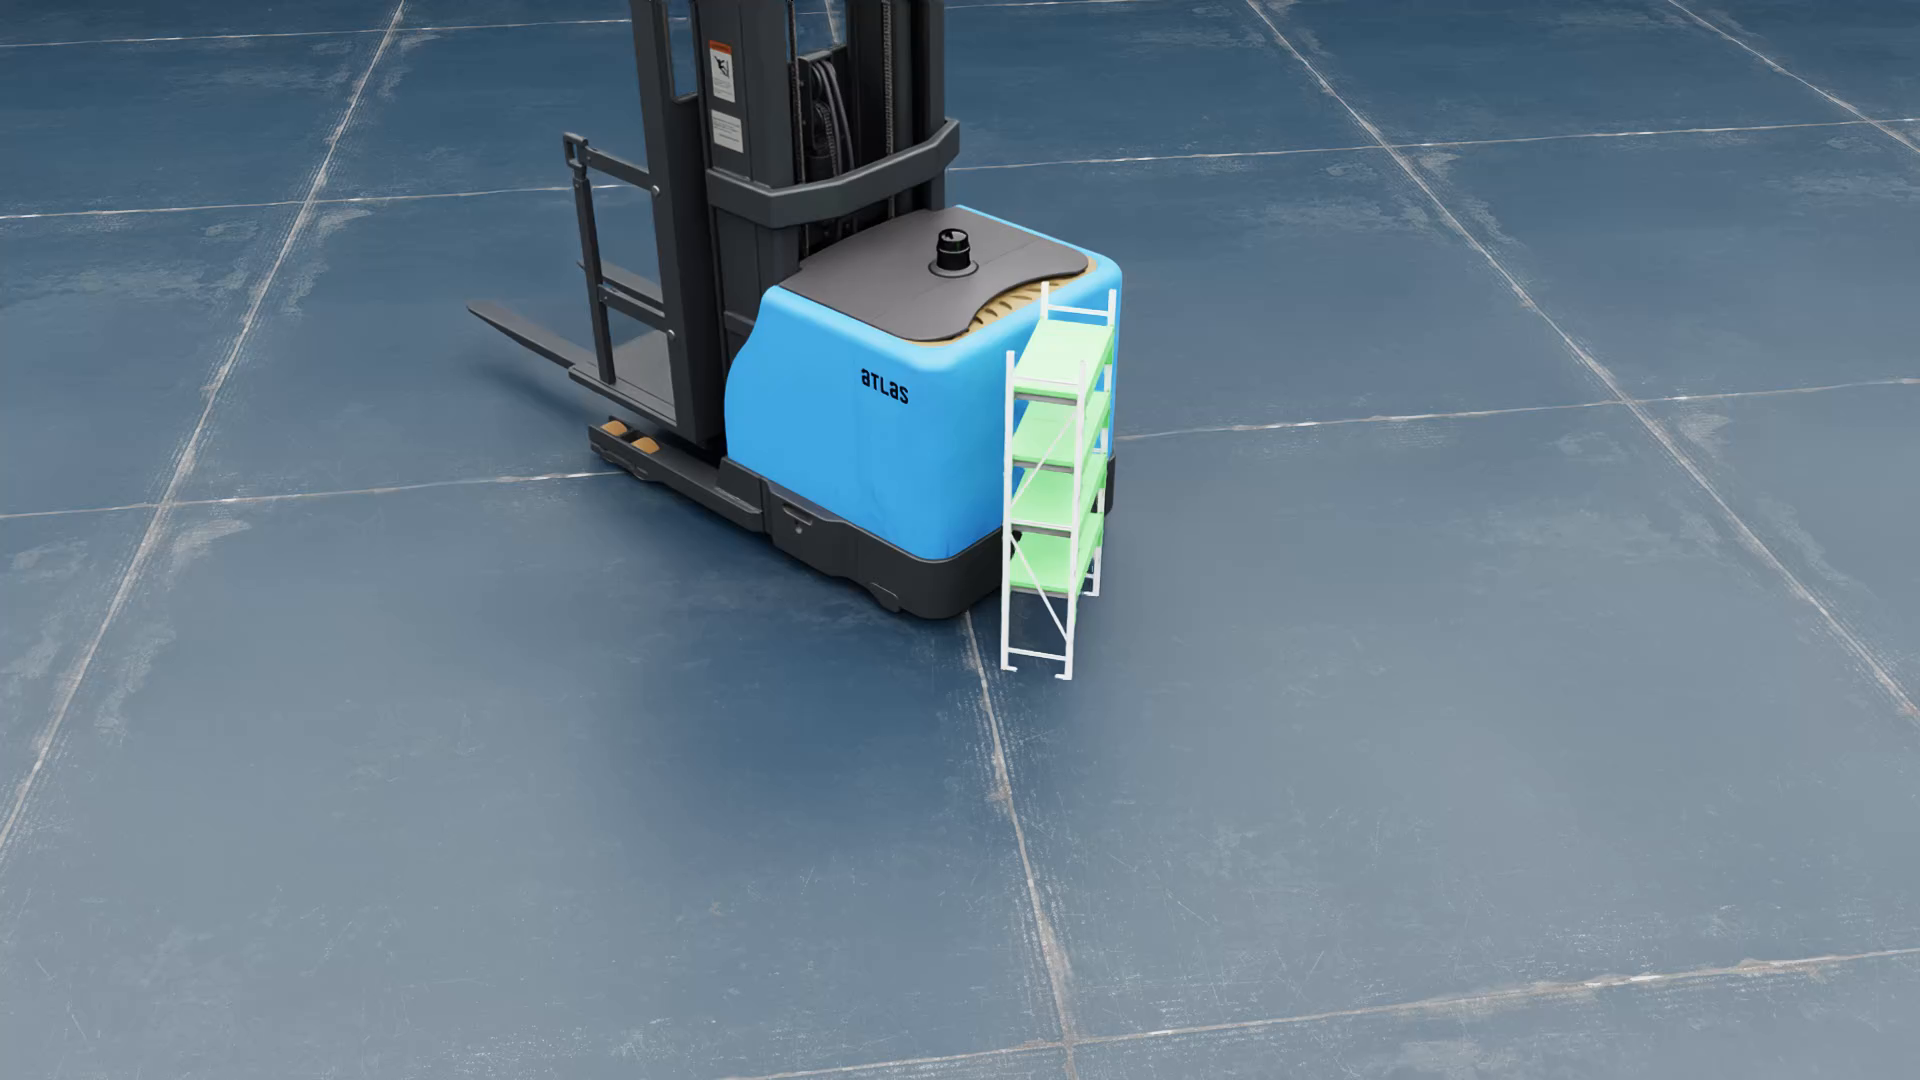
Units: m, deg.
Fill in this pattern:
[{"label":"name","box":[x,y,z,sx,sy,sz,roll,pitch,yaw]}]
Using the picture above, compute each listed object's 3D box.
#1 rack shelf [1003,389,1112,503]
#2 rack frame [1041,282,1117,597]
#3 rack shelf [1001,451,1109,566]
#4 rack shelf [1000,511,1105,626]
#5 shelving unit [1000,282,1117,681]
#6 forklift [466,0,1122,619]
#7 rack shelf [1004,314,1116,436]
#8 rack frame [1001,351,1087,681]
[{"label":"rack shelf","box":[0.318,-0.325,5.348,0.258,0.148,0.480,8,35,12]},{"label":"rack frame","box":[0.380,-0.312,5.642,0.240,1.200,0.015,8,35,12]},{"label":"rack shelf","box":[0.318,-0.126,5.483,0.258,0.148,0.480,8,35,12]},{"label":"rack shelf","box":[0.318,0.072,5.619,0.258,0.148,0.480,8,35,12]},{"label":"shelving unit","box":[0.318,-0.179,5.447,0.258,1.200,0.503,8,35,12]},{"label":"forklift","box":[-0.852,-1.644,6.060,3.031,2.935,1.130,27,43,34]},{"label":"rack shelf","box":[0.318,-0.523,5.213,0.258,0.148,0.480,8,35,12]},{"label":"rack frame","box":[0.256,-0.046,5.252,0.240,1.200,0.015,8,35,12]}]
